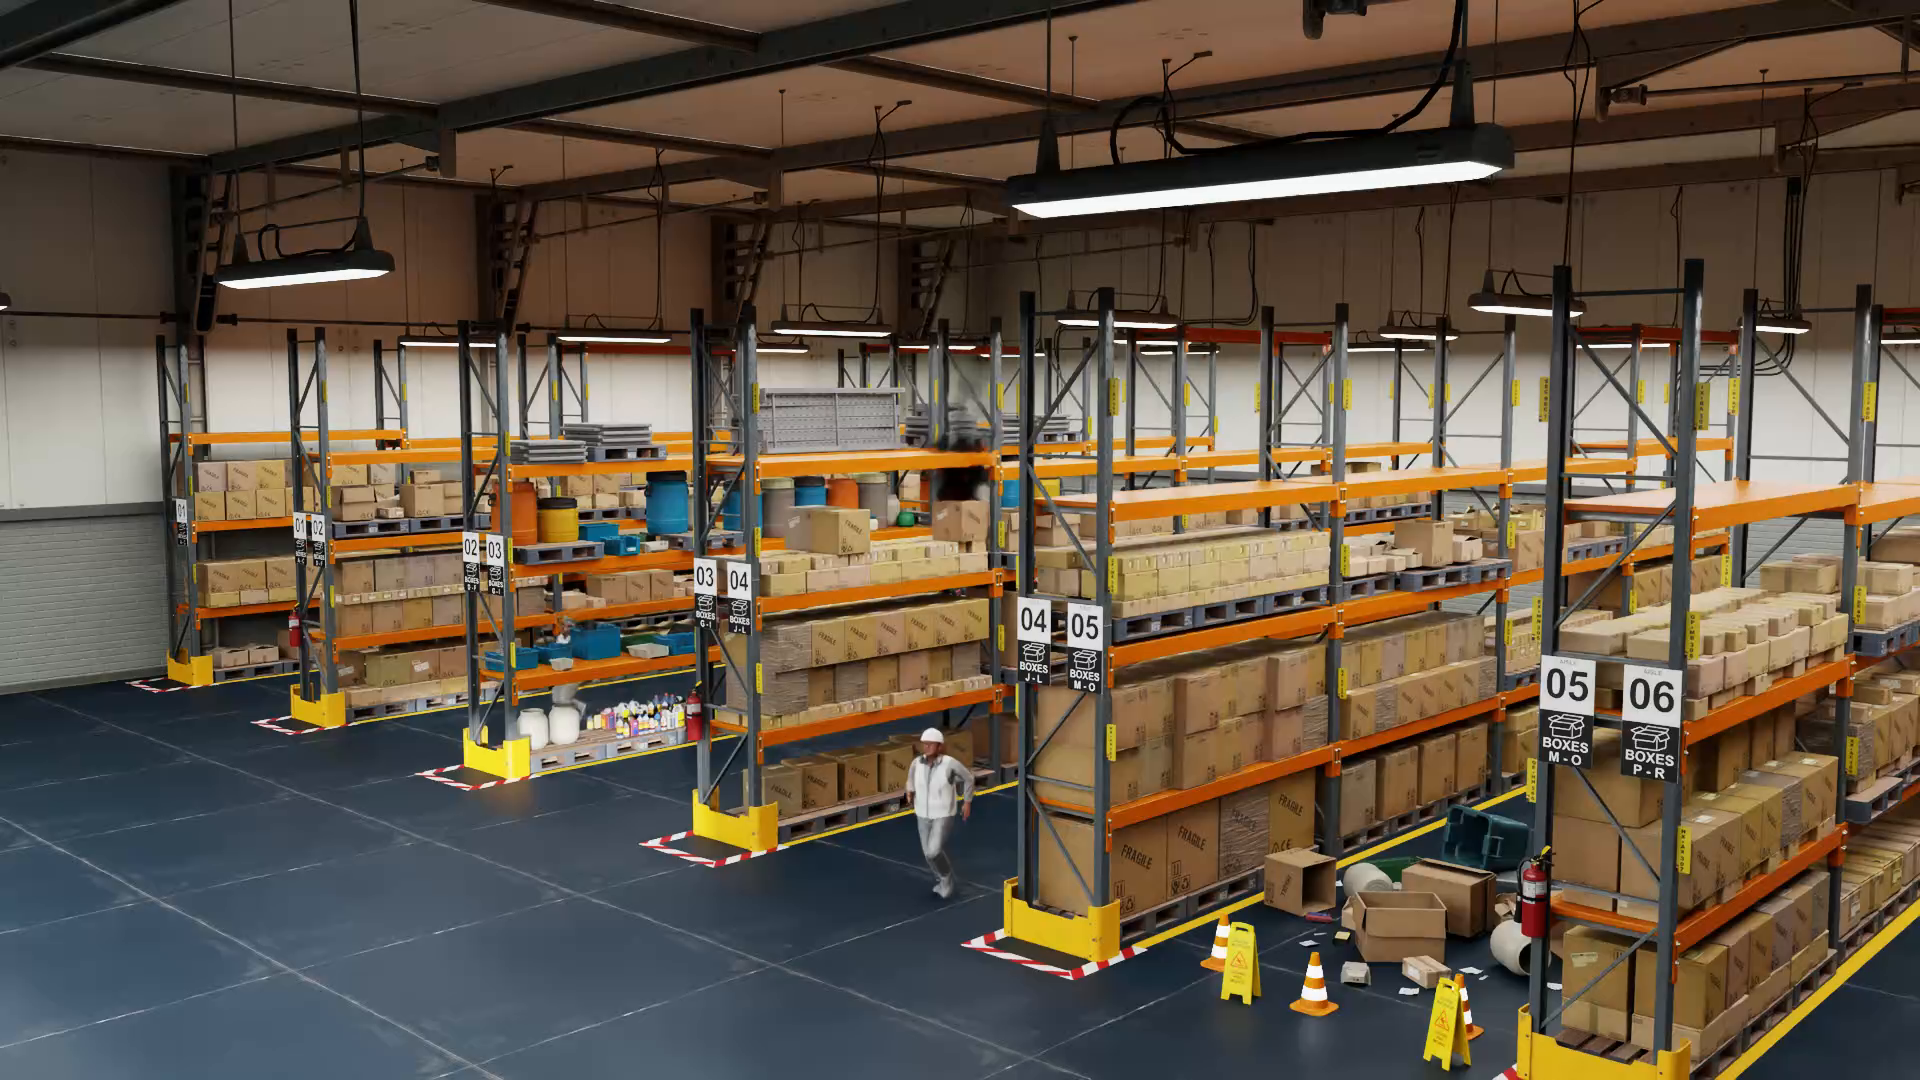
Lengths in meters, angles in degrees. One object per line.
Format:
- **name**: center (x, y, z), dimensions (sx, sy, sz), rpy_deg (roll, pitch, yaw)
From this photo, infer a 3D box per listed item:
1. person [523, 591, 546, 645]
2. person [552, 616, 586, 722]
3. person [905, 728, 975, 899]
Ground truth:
- **person**: center (-7.852, 1.483, 30.549), dimensions (0.592, 1.719, 0.698), rpy_deg (5, 7, 40)
- **person**: center (-5.776, 1.977, 24.699), dimensions (0.664, 1.742, 0.678), rpy_deg (4, 7, 35)
- **person**: center (-0.243, 2.733, 16.631), dimensions (0.672, 1.724, 0.741), rpy_deg (3, 6, 27)
